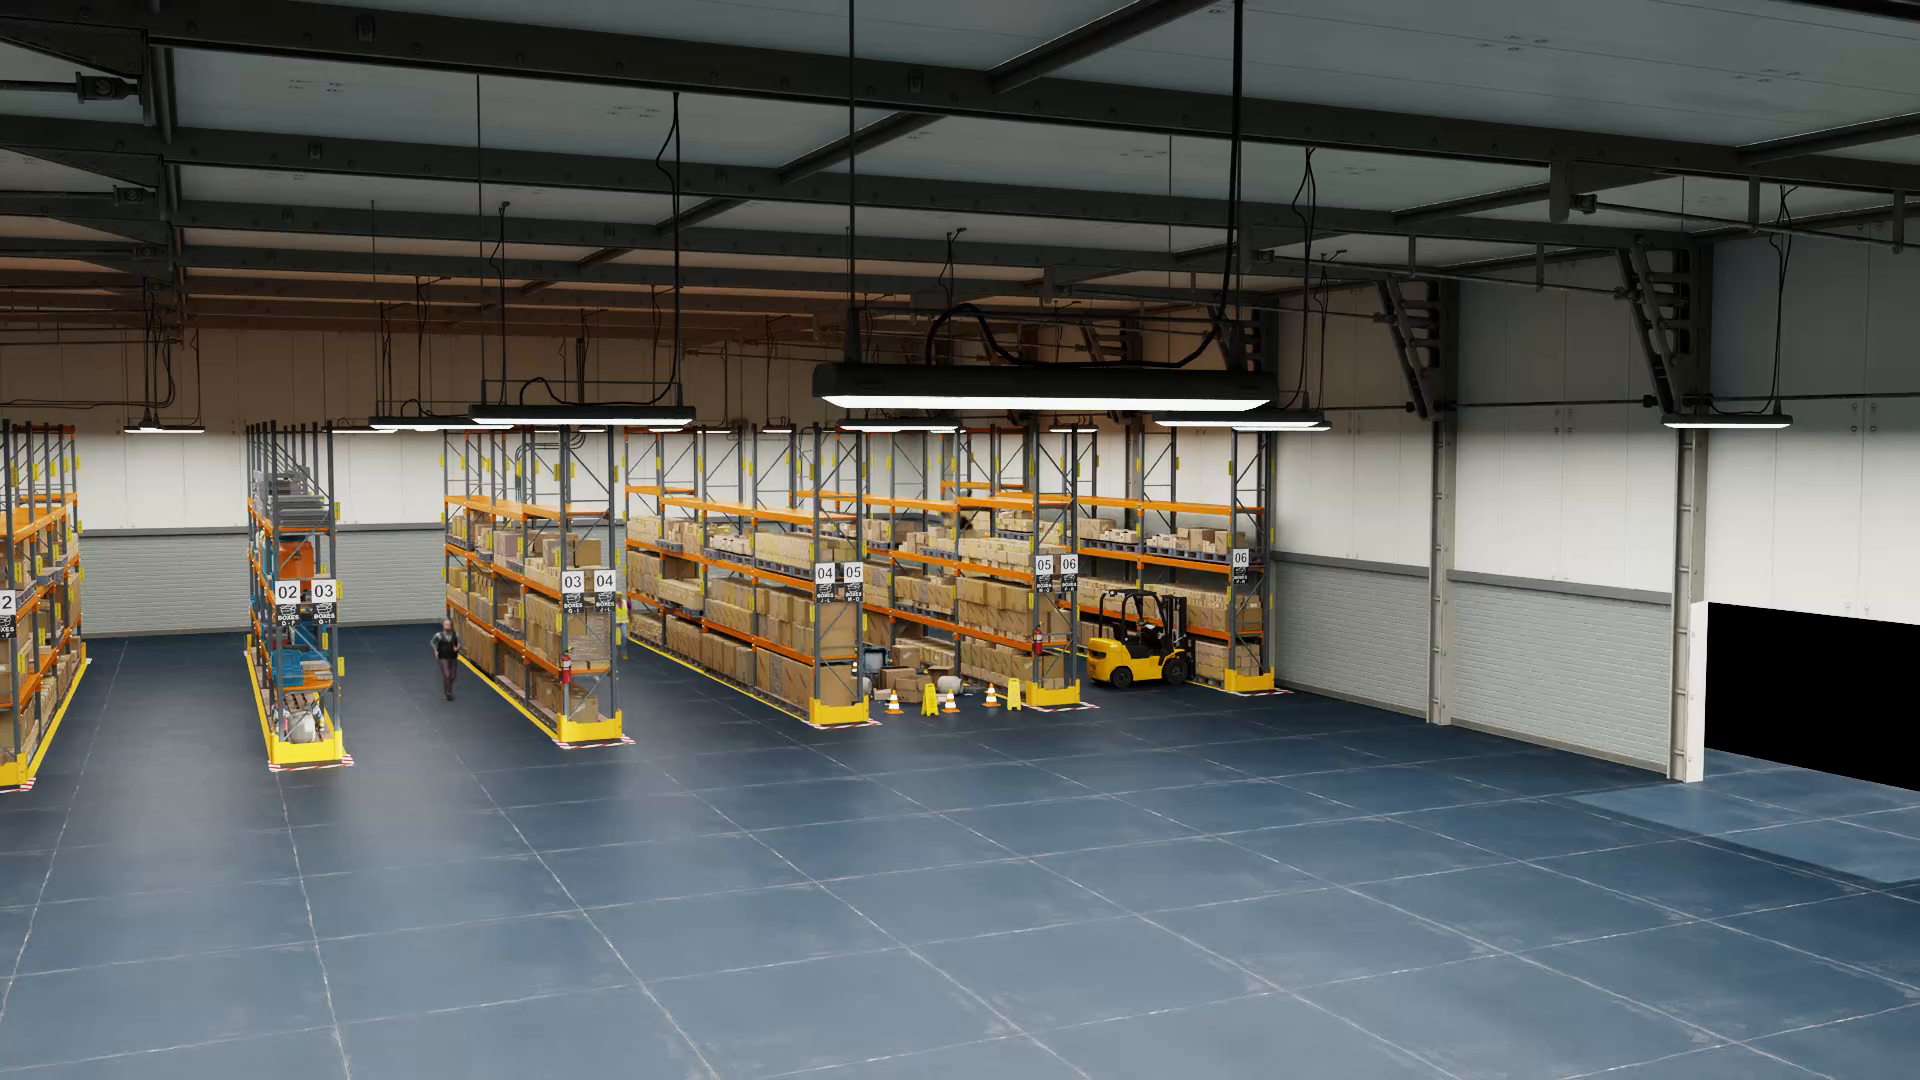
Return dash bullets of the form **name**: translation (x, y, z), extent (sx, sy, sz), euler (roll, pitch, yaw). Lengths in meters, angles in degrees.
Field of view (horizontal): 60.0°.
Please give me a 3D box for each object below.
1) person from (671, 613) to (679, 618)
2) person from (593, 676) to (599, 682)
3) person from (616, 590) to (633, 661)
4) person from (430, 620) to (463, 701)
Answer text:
- **person**: translation (-8.243, 1.810, 48.886), extent (0.676, 1.778, 0.717), euler (3, 5, 39)
- **person**: translation (-8.629, 2.458, 39.109), extent (0.601, 1.669, 0.770), euler (-2, 4, -29)
- **person**: translation (-8.738, 2.172, 42.767), extent (0.704, 1.785, 0.896), euler (-1, 4, -18)
- **person**: translation (-11.119, 2.592, 36.119), extent (0.671, 1.709, 0.844), euler (-2, 4, -34)
